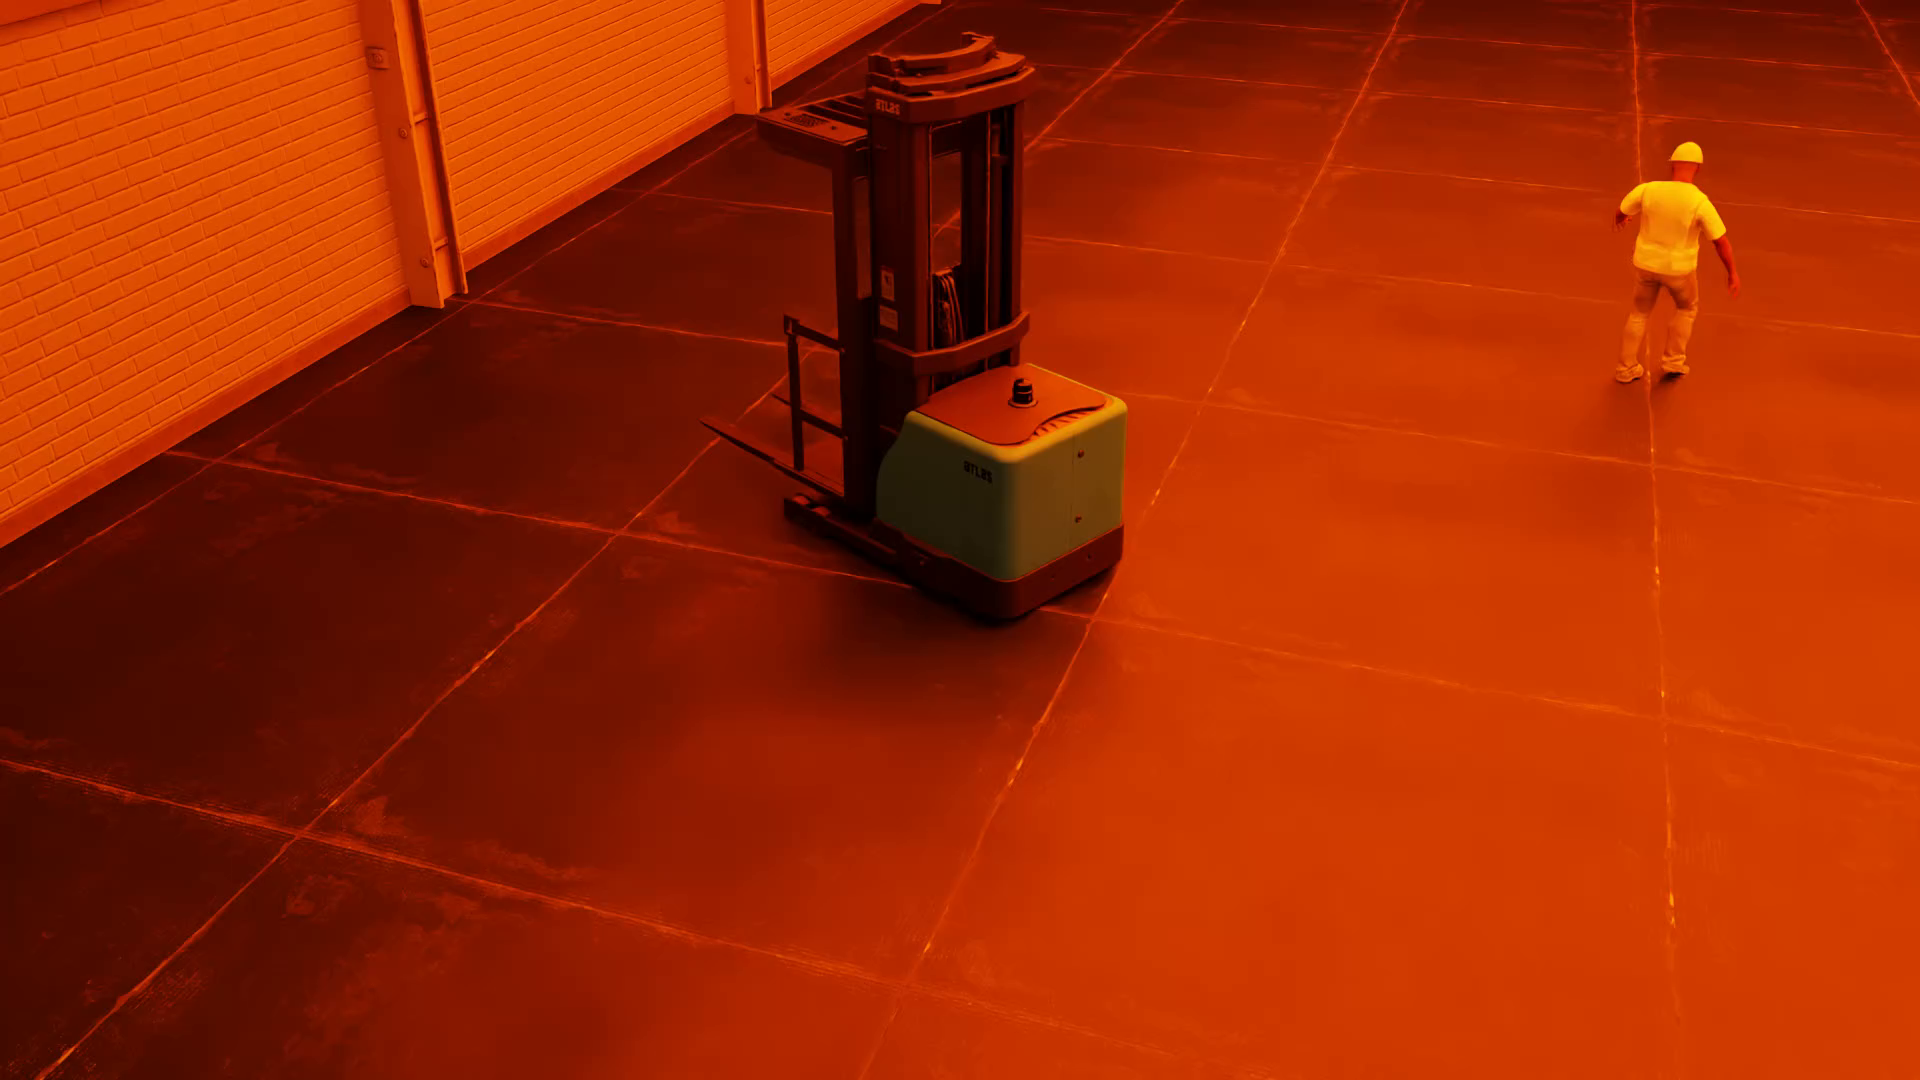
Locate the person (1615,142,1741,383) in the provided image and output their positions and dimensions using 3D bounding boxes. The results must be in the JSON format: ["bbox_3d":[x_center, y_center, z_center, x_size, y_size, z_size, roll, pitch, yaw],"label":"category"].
[{"bbox_3d":[5.060,-1.964,11.803,1.039,1.759,0.615,25,38,37],"label":"person"}]

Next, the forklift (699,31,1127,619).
[{"bbox_3d":[-0.440,-1.469,9.714,1.130,2.935,3.031,-26,39,-38],"label":"forklift"}]
